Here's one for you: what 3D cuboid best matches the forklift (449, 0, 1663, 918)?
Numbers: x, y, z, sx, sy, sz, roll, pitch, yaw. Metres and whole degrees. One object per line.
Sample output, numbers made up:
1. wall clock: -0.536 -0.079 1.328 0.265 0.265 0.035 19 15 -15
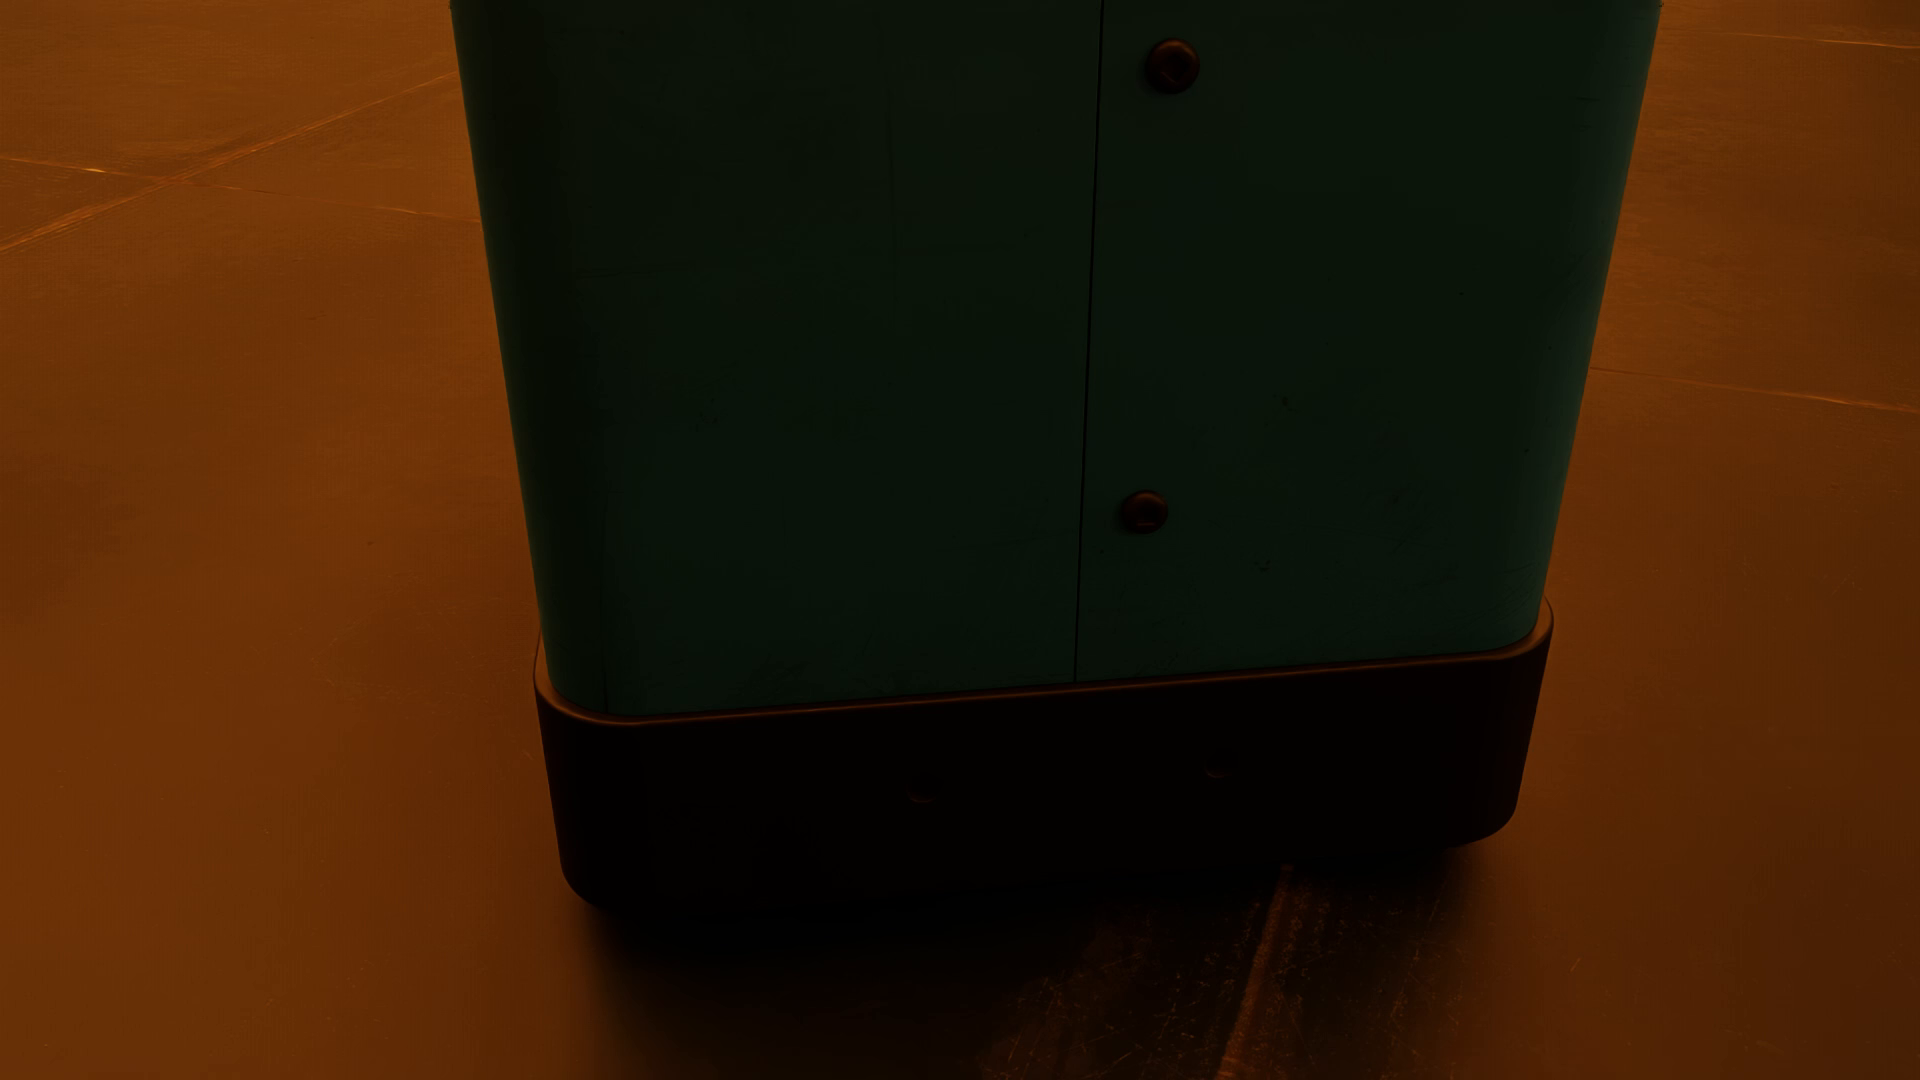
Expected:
1. forklift: -0.088 -1.598 2.347 1.130 2.935 3.031 -4 30 -7
